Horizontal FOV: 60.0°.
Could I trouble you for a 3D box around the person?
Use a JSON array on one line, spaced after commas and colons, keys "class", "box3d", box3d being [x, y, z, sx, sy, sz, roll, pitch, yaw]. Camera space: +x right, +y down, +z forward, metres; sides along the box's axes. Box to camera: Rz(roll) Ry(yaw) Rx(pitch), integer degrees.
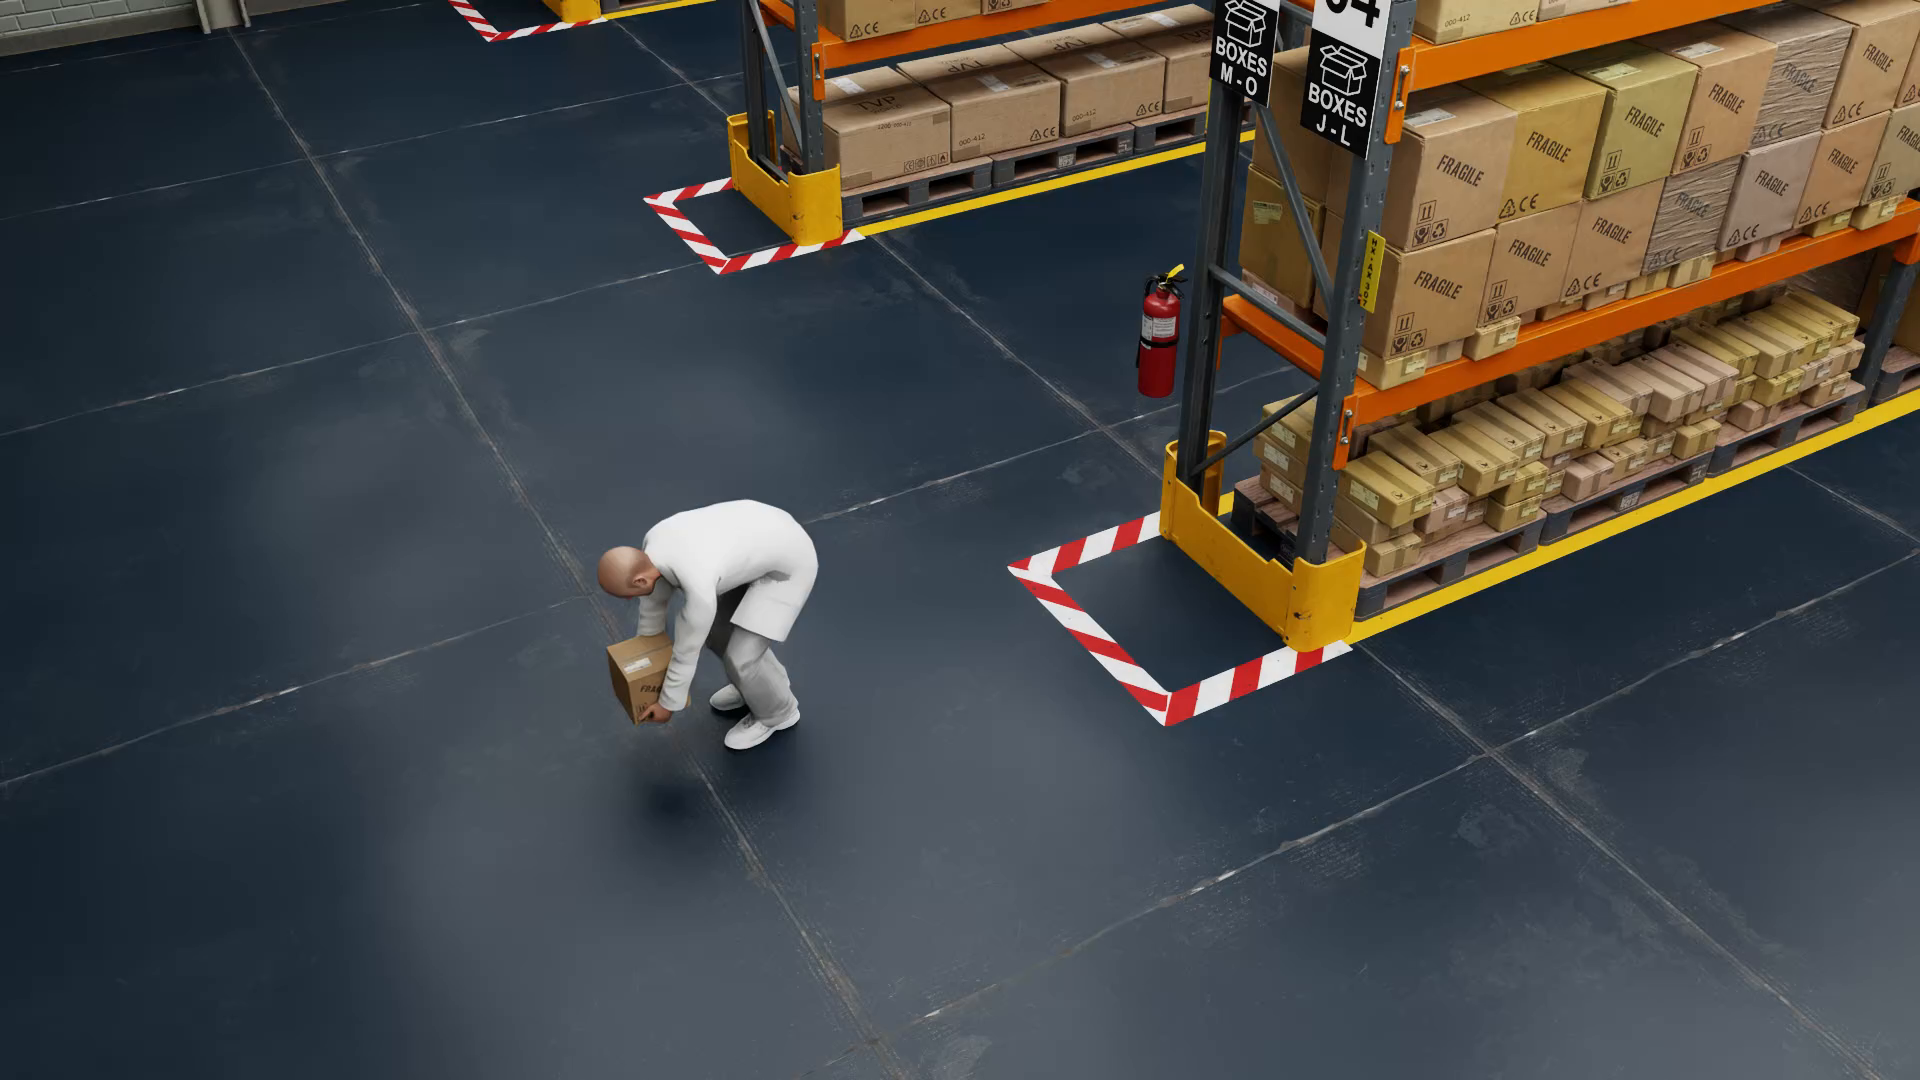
[{"class": "person", "box3d": [-1.031, 0.368, 6.981, 0.936, 1.139, 0.577, -21, 41, -26]}]
